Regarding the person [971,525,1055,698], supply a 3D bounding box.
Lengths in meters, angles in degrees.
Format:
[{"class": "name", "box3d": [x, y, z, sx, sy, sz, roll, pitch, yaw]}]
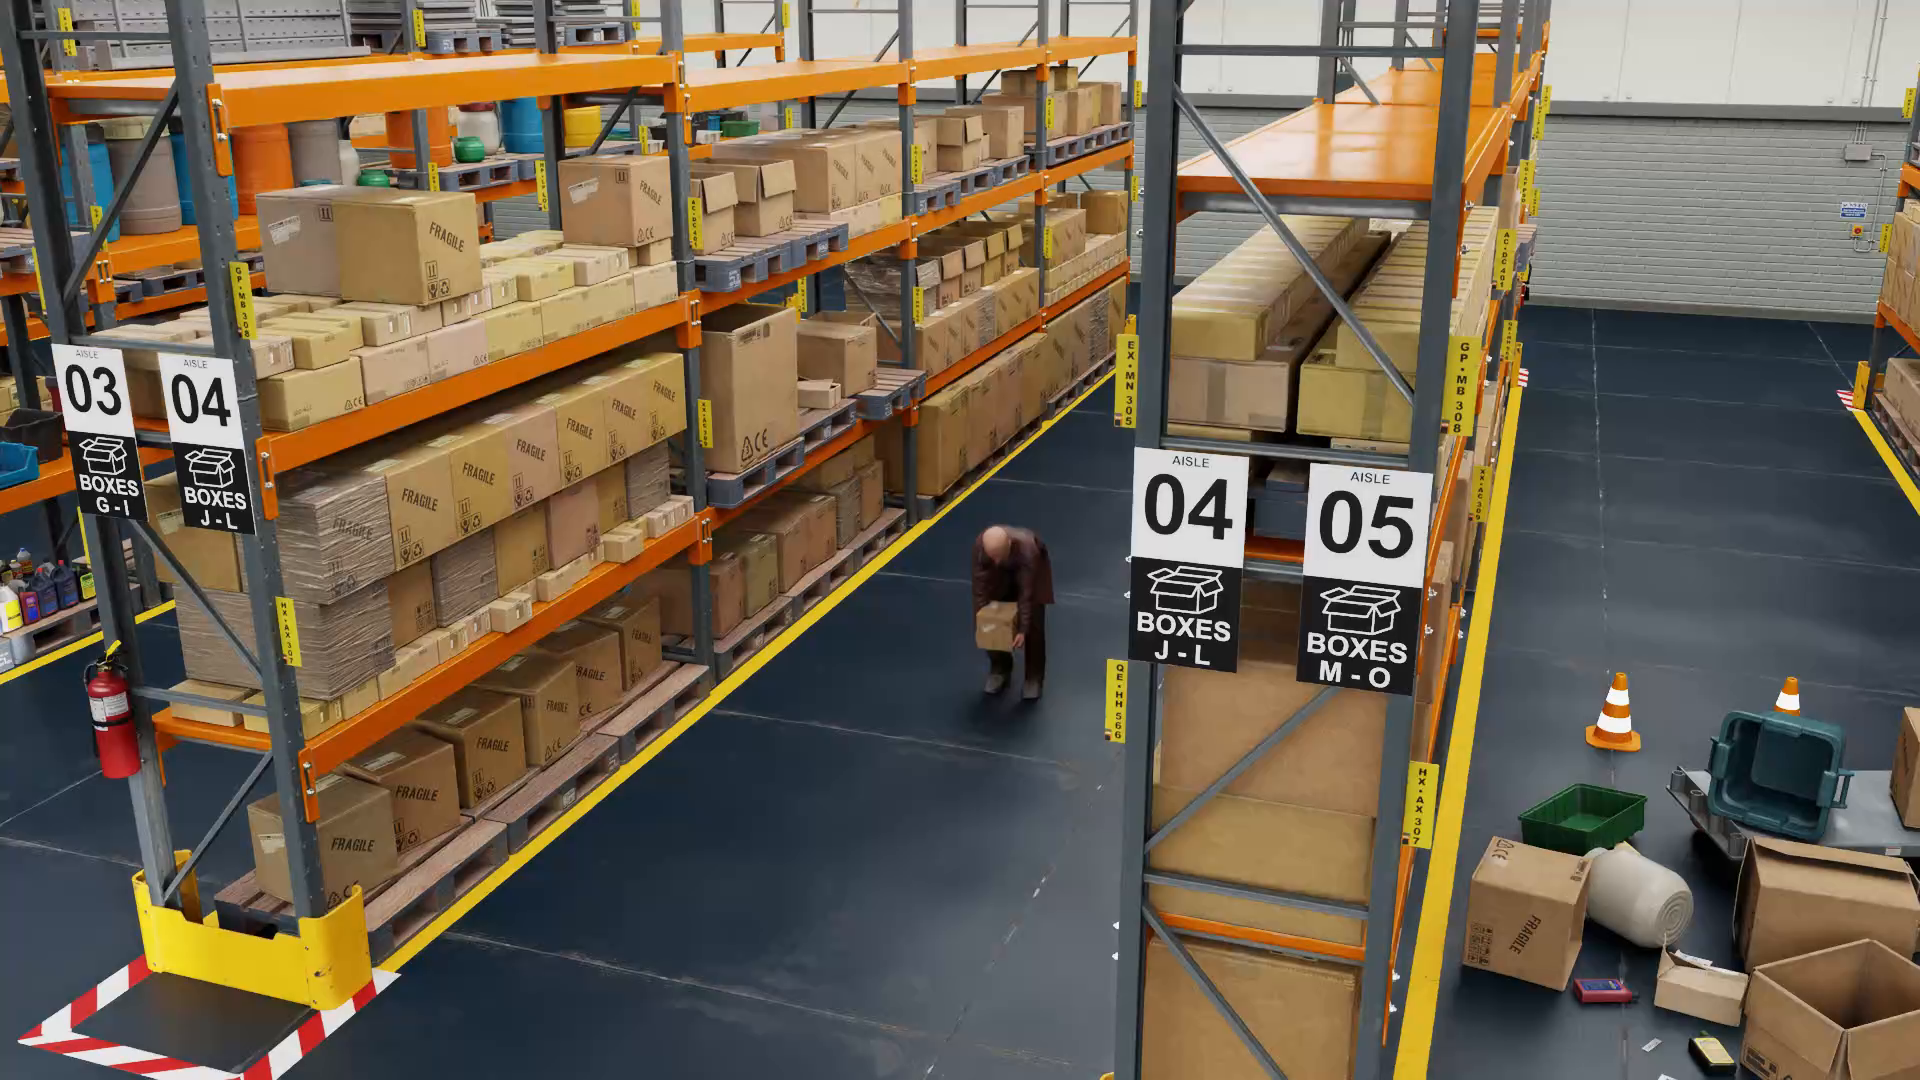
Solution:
[{"class": "person", "box3d": [0.325, 0.467, 11.345, 0.554, 1.360, 0.891, 6, 19, 17]}]
